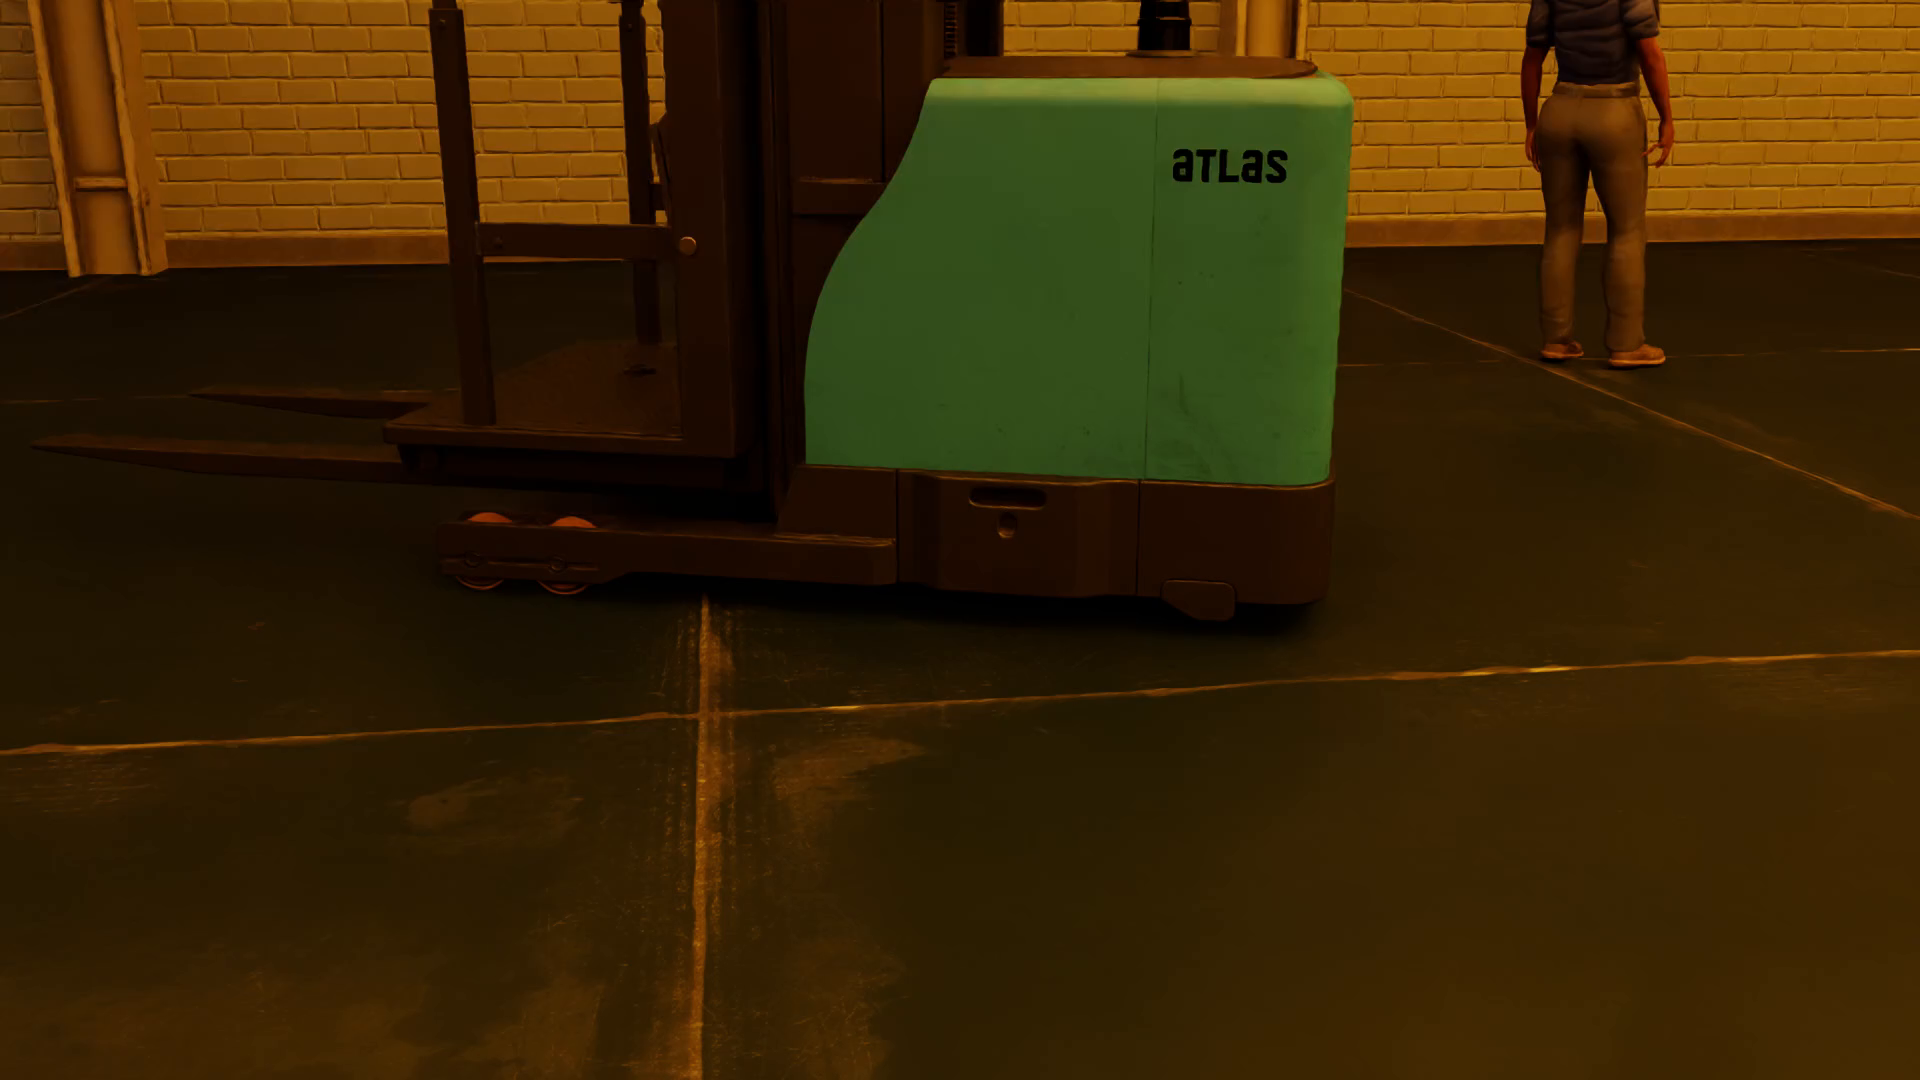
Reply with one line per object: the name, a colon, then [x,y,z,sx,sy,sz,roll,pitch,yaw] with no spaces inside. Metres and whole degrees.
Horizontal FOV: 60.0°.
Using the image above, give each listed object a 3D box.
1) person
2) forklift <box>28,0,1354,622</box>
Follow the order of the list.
person: [2.283,-1.453,5.933,0.456,1.669,0.537,-15,23,-41]
forklift: [-0.665,-1.430,3.630,3.031,2.935,1.130,3,17,10]
